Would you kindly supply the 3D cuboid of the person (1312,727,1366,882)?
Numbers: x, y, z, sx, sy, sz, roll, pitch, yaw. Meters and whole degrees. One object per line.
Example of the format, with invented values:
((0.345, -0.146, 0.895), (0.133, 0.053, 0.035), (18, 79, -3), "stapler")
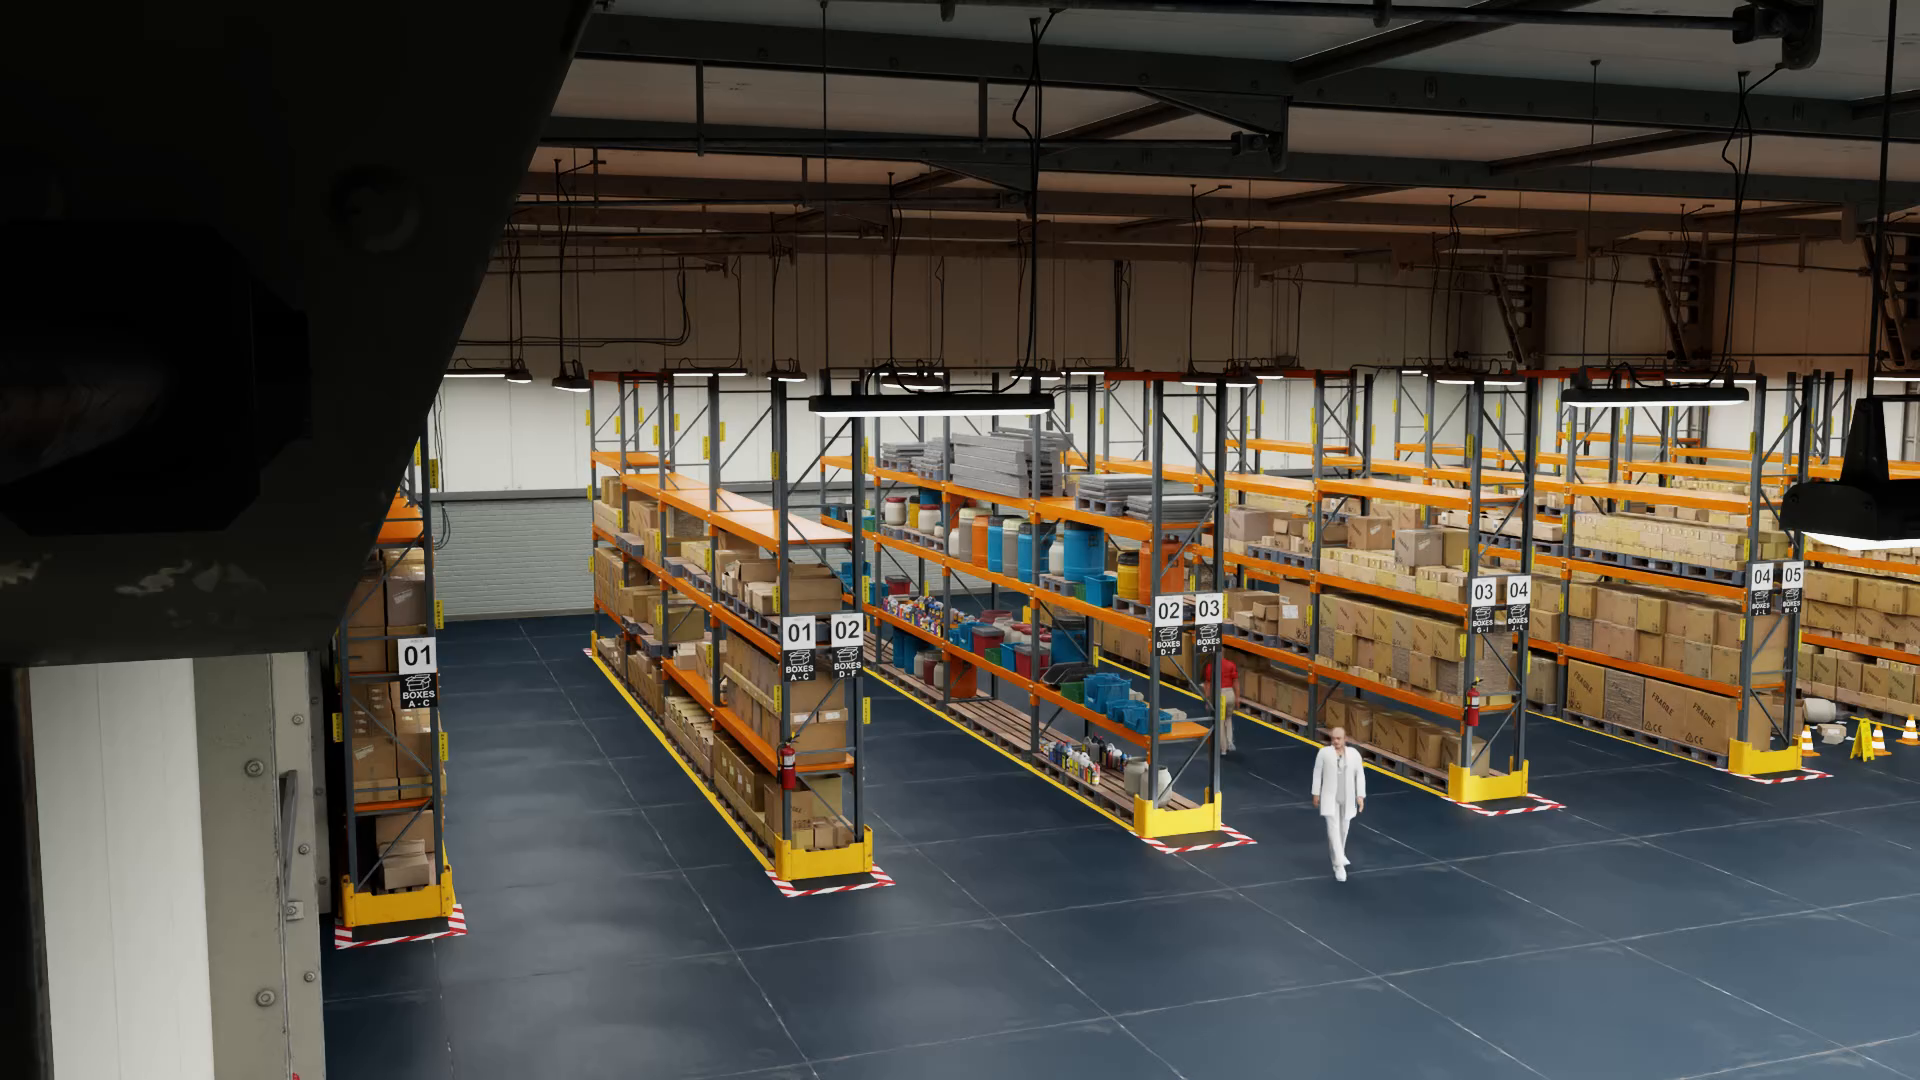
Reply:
((4.654, 3.185, 20.349), (0.607, 1.777, 0.898), (0, 6, 0), "person")

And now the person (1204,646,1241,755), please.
((4.146, 2.535, 26.380), (0.577, 1.725, 0.524), (-1, 6, -10), "person")

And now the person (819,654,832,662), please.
((-2.269, 2.450, 27.105), (0.941, 1.675, 0.554), (6, 9, 44), "person")

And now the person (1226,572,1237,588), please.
((6.893, 0.840, 41.458), (0.924, 1.740, 0.517), (0, 6, -1), "person")
